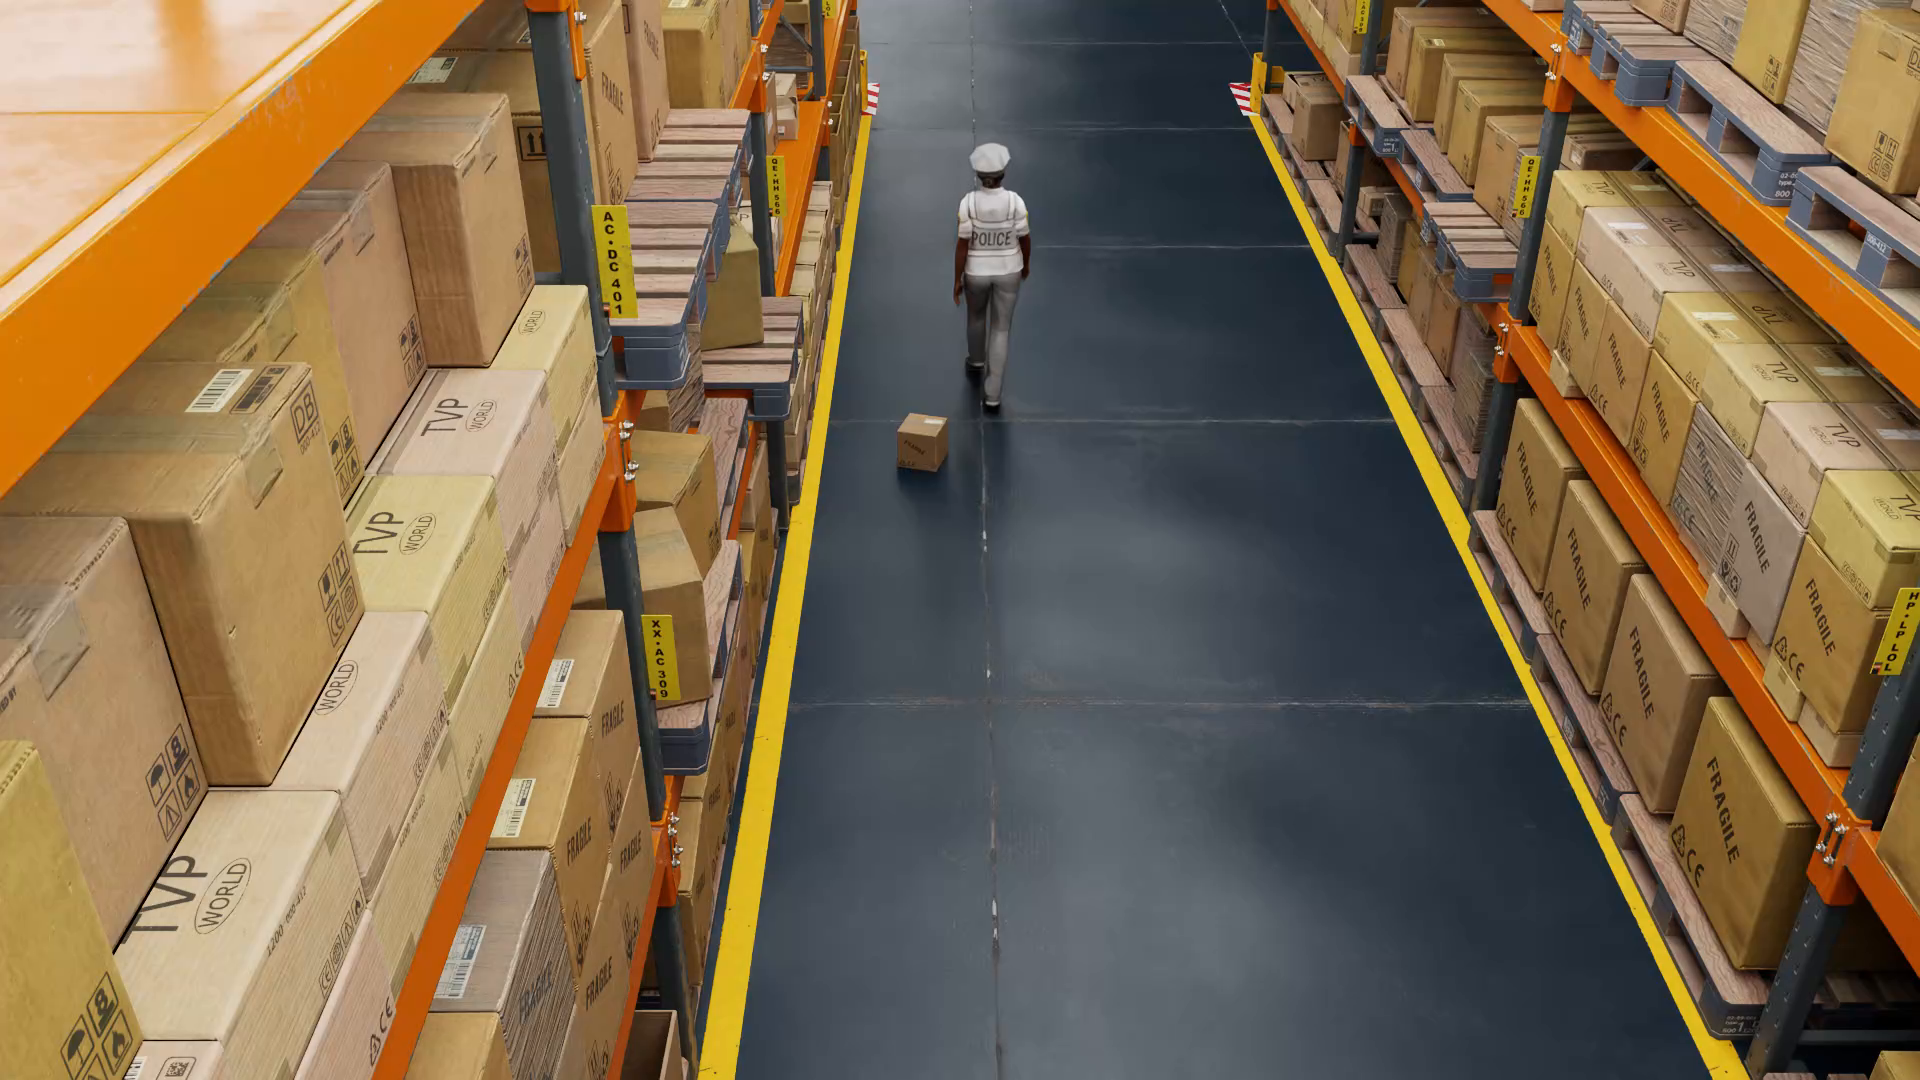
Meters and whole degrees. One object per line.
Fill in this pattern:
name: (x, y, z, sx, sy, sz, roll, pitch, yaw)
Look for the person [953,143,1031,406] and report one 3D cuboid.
person: (0.214, -1.757, 10.740, 0.484, 1.676, 0.860, 2, 32, 4)
